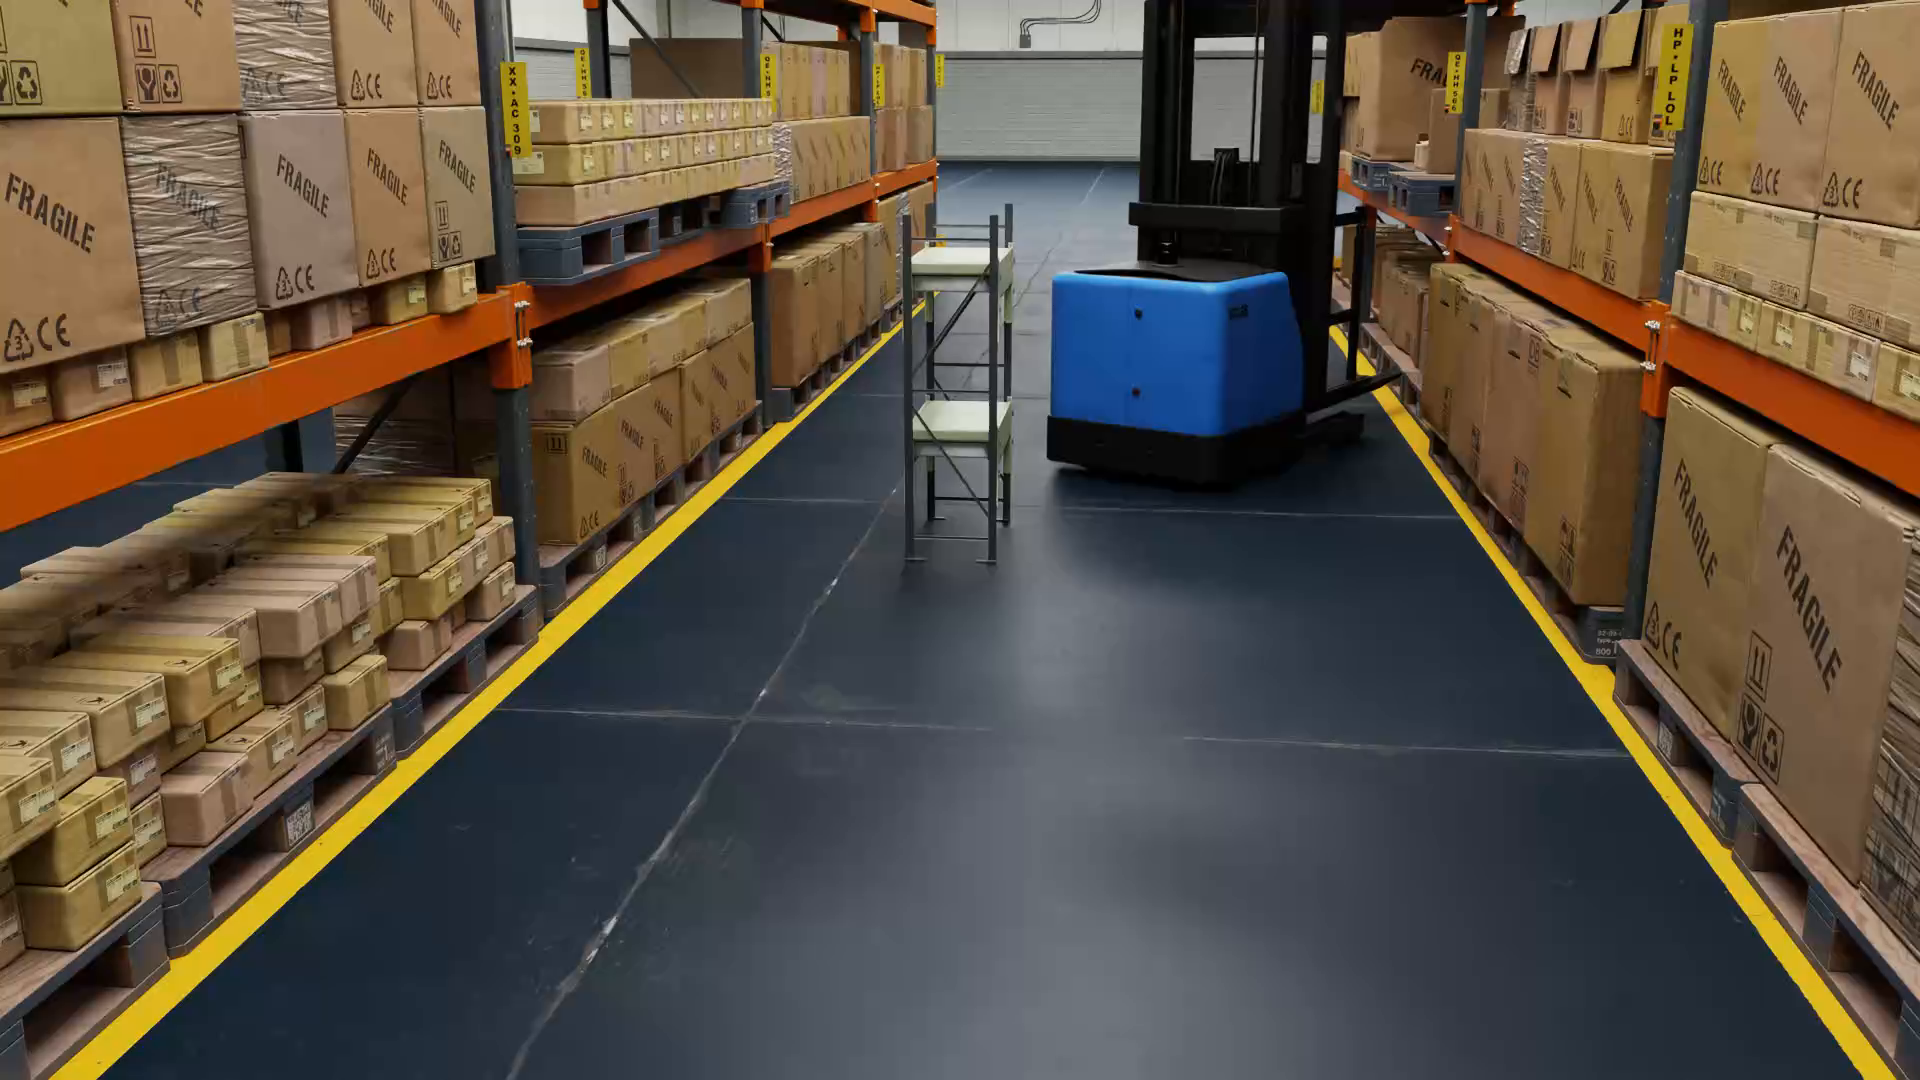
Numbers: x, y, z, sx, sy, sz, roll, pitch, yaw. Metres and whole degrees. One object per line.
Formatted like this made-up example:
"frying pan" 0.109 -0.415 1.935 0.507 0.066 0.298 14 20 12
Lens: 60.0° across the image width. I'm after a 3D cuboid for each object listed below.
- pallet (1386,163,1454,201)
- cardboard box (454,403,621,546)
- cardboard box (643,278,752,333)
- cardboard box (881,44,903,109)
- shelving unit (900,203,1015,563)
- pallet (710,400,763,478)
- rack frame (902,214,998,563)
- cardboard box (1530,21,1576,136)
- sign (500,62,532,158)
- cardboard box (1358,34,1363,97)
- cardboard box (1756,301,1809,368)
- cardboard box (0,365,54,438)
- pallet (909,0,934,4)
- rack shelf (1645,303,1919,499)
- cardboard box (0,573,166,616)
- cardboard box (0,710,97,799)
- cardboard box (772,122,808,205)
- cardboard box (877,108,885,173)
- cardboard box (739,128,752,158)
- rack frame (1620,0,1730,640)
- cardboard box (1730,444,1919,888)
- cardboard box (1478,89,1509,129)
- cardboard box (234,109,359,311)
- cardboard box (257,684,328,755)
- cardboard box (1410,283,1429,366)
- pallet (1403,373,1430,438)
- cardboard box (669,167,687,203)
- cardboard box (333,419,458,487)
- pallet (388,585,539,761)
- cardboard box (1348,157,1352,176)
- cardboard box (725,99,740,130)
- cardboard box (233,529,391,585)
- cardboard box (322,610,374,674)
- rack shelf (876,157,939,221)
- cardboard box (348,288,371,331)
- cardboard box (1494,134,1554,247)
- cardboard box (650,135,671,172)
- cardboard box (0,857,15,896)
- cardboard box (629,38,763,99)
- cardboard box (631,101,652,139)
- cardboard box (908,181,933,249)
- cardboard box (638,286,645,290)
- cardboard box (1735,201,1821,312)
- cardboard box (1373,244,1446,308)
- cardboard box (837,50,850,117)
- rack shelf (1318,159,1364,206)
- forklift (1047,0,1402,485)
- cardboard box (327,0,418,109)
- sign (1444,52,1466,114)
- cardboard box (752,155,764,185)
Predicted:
"pallet" 3.445 -2.396 11.145 1.003 0.211 1.213 2 15 6
"cardboard box" -1.759 -0.289 6.968 0.500 0.500 0.500 2 15 8
"cardboard box" -1.471 -1.319 9.343 0.500 0.250 0.500 1 15 5
"cardboard box" -0.983 -4.154 14.923 0.875 0.550 0.550 2 15 6
"shelving unit" 0.001 -0.726 7.473 0.431 1.500 0.755 2 15 6
"pallet" -1.744 -0.598 9.468 1.003 0.211 1.213 2 15 6
"rack frame" -0.041 -0.631 7.122 0.400 1.500 0.023 2 15 6
"cardboard box" 3.088 -2.149 7.748 0.797 0.503 0.637 2 15 8
"sign" -1.566 -1.513 5.852 0.100 0.325 0.005 2 15 6
"cardboard box" 3.491 -3.811 13.332 0.500 0.500 0.500 2 15 6
"cardboard box" 2.361 -0.544 4.408 0.380 0.149 0.250 1 15 5
"cardboard box" -2.176 -0.301 3.510 0.380 0.149 0.250 2 15 6
"pallet" -0.825 -5.434 16.434 1.003 0.211 1.213 2 15 6
"rack shelf" 2.586 -0.071 3.555 1.077 0.370 4.000 2 15 6
"cardboard box" -2.485 0.202 4.685 0.380 0.149 0.250 1 15 4
"cardboard box" -2.147 0.485 3.638 0.380 0.149 0.250 1 15 4
"cardboard box" -1.281 -2.435 10.730 0.500 0.500 0.500 2 15 6
"cardboard box" -1.134 -3.496 14.556 0.875 0.550 0.550 2 15 6
"cardboard box" -1.313 -2.092 8.761 0.380 0.149 0.250 2 15 8
"rack frame" 2.811 -0.937 5.380 1.000 3.000 0.127 2 15 6
"cardboard box" 2.556 0.288 4.115 0.875 0.875 0.875 2 15 6
"cardboard box" 3.284 -2.366 9.671 0.500 0.500 0.500 0 15 -1
"cardboard box" -1.997 -0.904 4.496 0.500 0.500 0.500 2 15 6
"cardboard box" -2.024 0.510 4.685 0.380 0.149 0.250 2 15 7
"cardboard box" 3.425 -1.446 11.208 0.700 0.500 0.500 3 15 11
"pallet" 3.352 -0.831 10.330 1.003 0.211 1.213 2 15 6
"cardboard box" -1.462 -1.618 7.576 0.380 0.149 0.250 1 15 5
"cardboard box" -2.272 -0.304 7.026 0.500 0.500 0.500 1 15 5
"pallet" -2.146 0.412 5.733 1.003 0.211 1.213 2 15 6
"cardboard box" 3.489 -3.151 14.048 0.380 0.149 0.250 2 15 6
"cardboard box" -1.341 -2.172 8.486 0.380 0.149 0.250 2 15 8
"cardboard box" -2.004 0.074 5.158 0.380 0.149 0.250 2 15 8
"cardboard box" -1.991 0.281 4.963 0.380 0.149 0.250 2 15 8
"rack shelf" -0.977 -3.355 15.703 1.077 0.370 4.000 2 15 6
"cardboard box" -2.013 -0.704 5.002 0.380 0.149 0.250 1 15 5
"cardboard box" 2.827 -1.638 7.780 0.500 0.500 0.500 1 15 5
"cardboard box" -1.491 -1.694 7.289 0.380 0.149 0.250 2 15 9
"cardboard box" -2.216 0.694 3.434 0.380 0.149 0.250 2 15 7
"cardboard box" -1.594 -2.794 10.140 0.700 0.500 0.500 2 15 6
"cardboard box" -1.517 -1.770 6.998 0.380 0.149 0.250 1 15 6
"cardboard box" -0.762 -3.221 17.092 0.875 0.875 0.875 2 15 7
"cardboard box" -1.973 -1.333 9.392 0.500 0.250 0.500 1 15 4
"cardboard box" 2.437 -0.765 4.462 0.500 0.250 0.500 2 15 6
"cardboard box" 3.856 -2.259 14.254 0.500 0.500 0.500 7 17 24
"cardboard box" -1.253 -3.586 13.070 0.700 0.500 0.500 1 15 5
"rack shelf" 3.940 -3.183 15.065 1.077 0.370 4.000 2 15 6
"forklift" 1.738 -2.025 9.537 1.130 2.935 3.031 11 18 34
"cardboard box" -1.943 -1.519 4.858 0.500 0.500 0.500 1 15 4
"sign" 2.722 -2.508 9.126 0.100 0.325 0.005 2 15 6
"cardboard box" -1.283 -2.022 9.071 0.380 0.149 0.250 2 15 6
